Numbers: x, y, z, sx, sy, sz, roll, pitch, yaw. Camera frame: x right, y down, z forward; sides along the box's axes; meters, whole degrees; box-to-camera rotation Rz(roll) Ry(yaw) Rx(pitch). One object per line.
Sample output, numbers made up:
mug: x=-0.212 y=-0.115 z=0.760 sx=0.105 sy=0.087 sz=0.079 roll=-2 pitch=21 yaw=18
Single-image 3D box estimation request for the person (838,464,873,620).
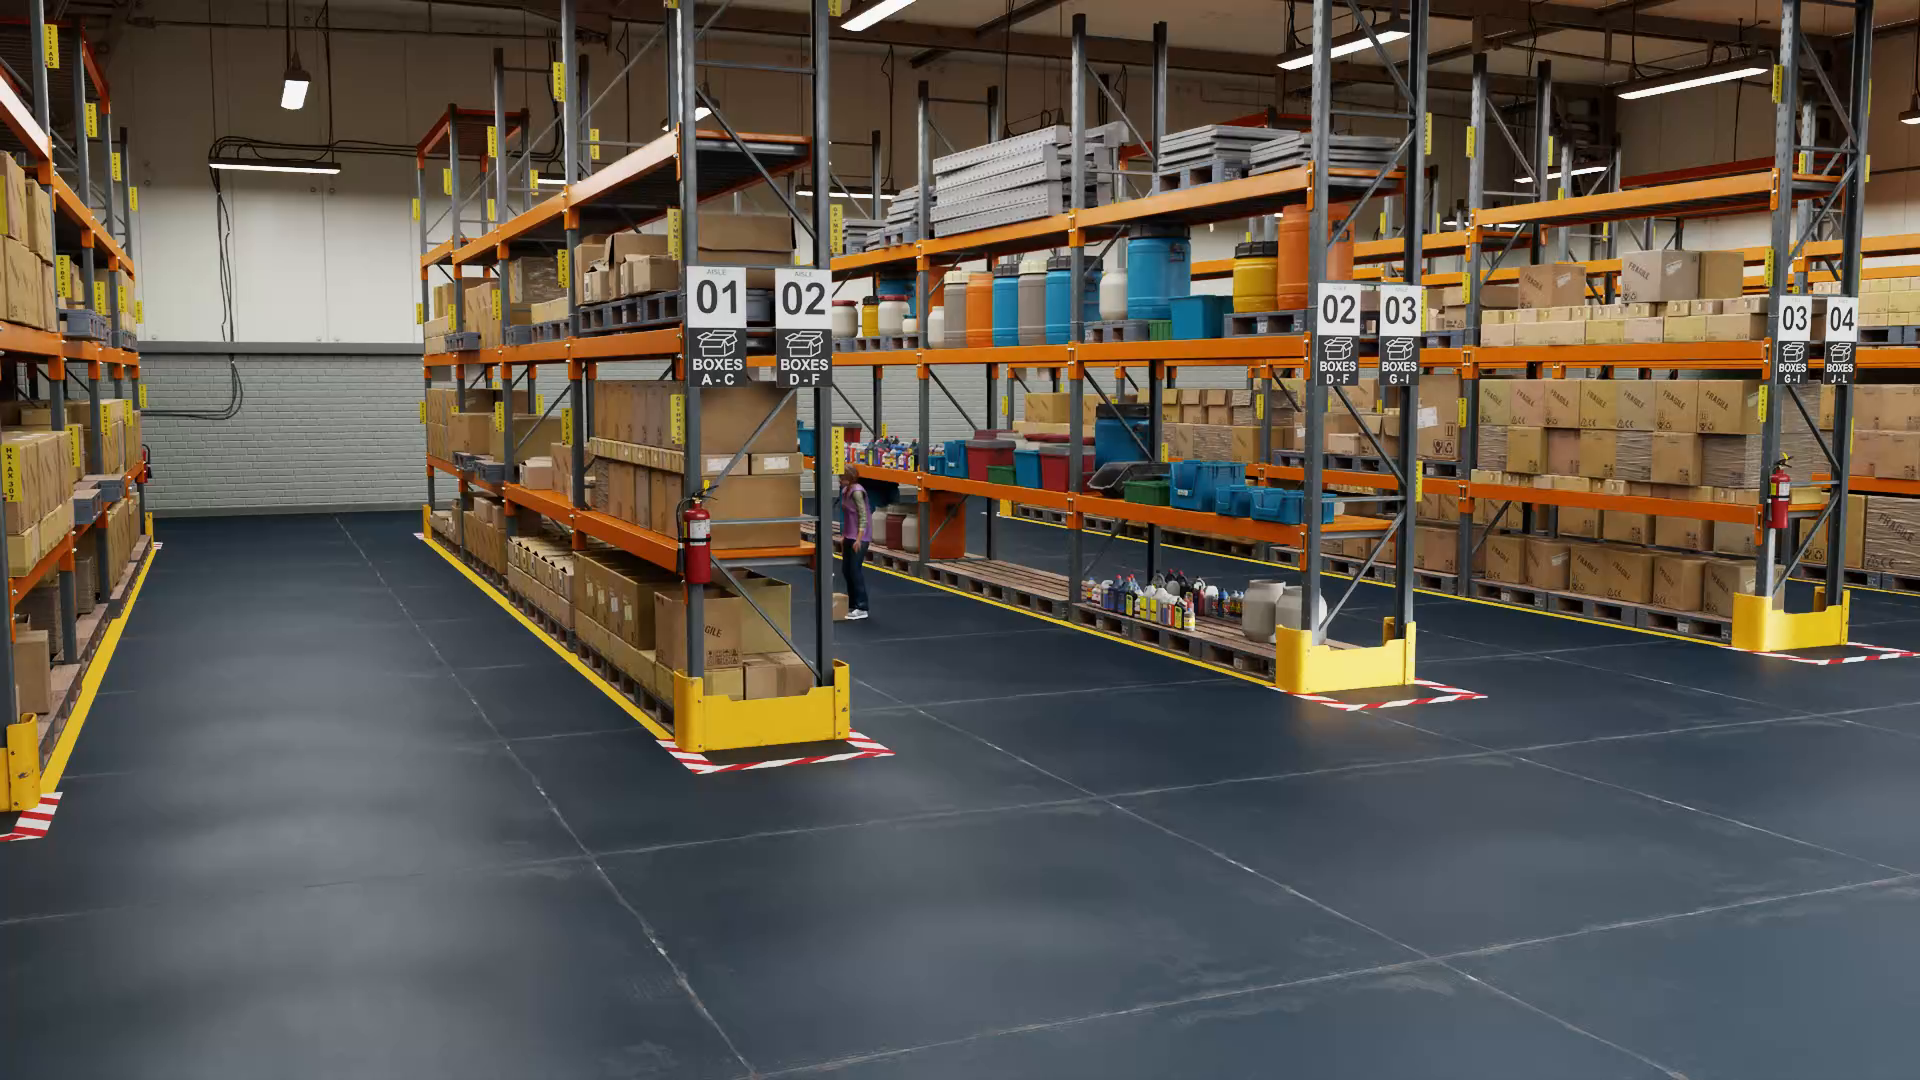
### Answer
person: x=-1.092 y=0.009 z=17.123 sx=0.347 sy=1.593 sz=0.464 roll=-2 pitch=6 yaw=-24
